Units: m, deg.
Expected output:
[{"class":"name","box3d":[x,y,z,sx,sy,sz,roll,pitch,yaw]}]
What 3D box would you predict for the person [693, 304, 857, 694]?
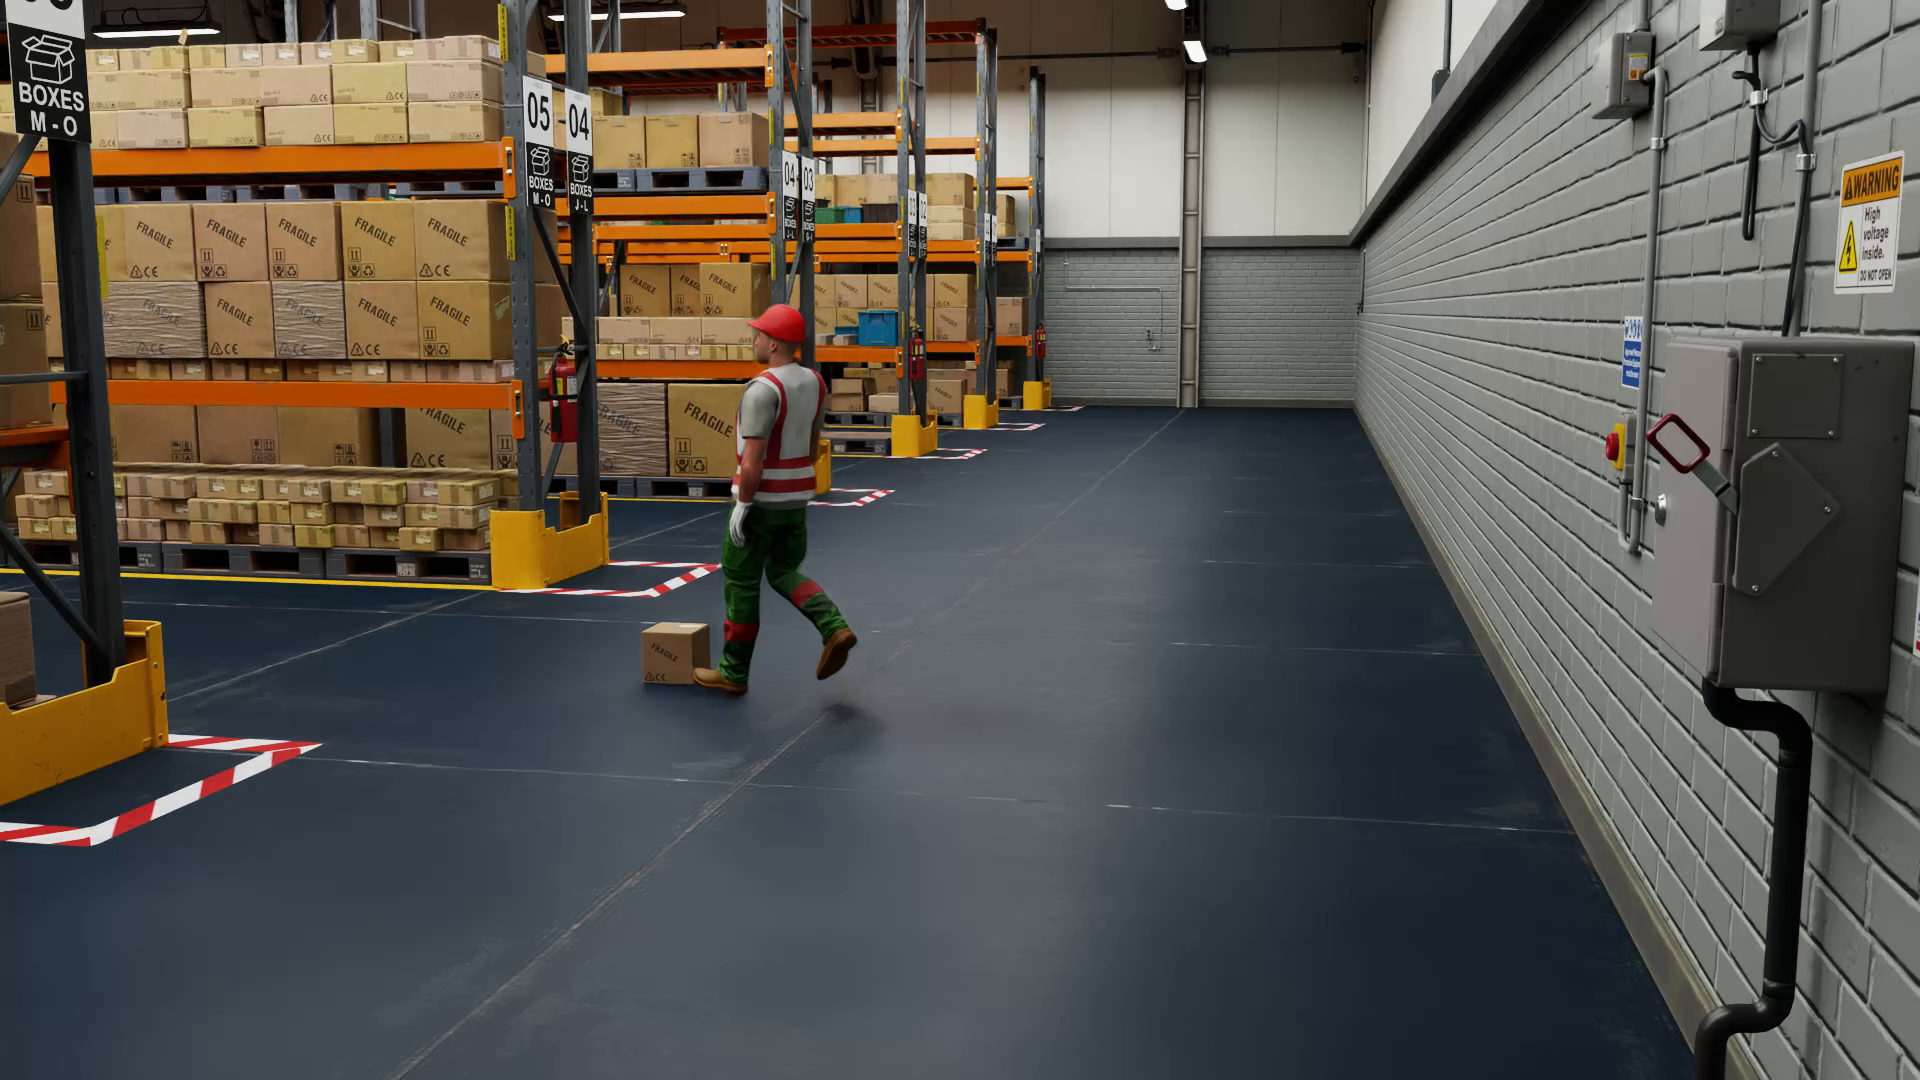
[{"class":"person","box3d":[-0.865,-0.175,7.564,0.782,1.780,0.579,6,10,36]}]
